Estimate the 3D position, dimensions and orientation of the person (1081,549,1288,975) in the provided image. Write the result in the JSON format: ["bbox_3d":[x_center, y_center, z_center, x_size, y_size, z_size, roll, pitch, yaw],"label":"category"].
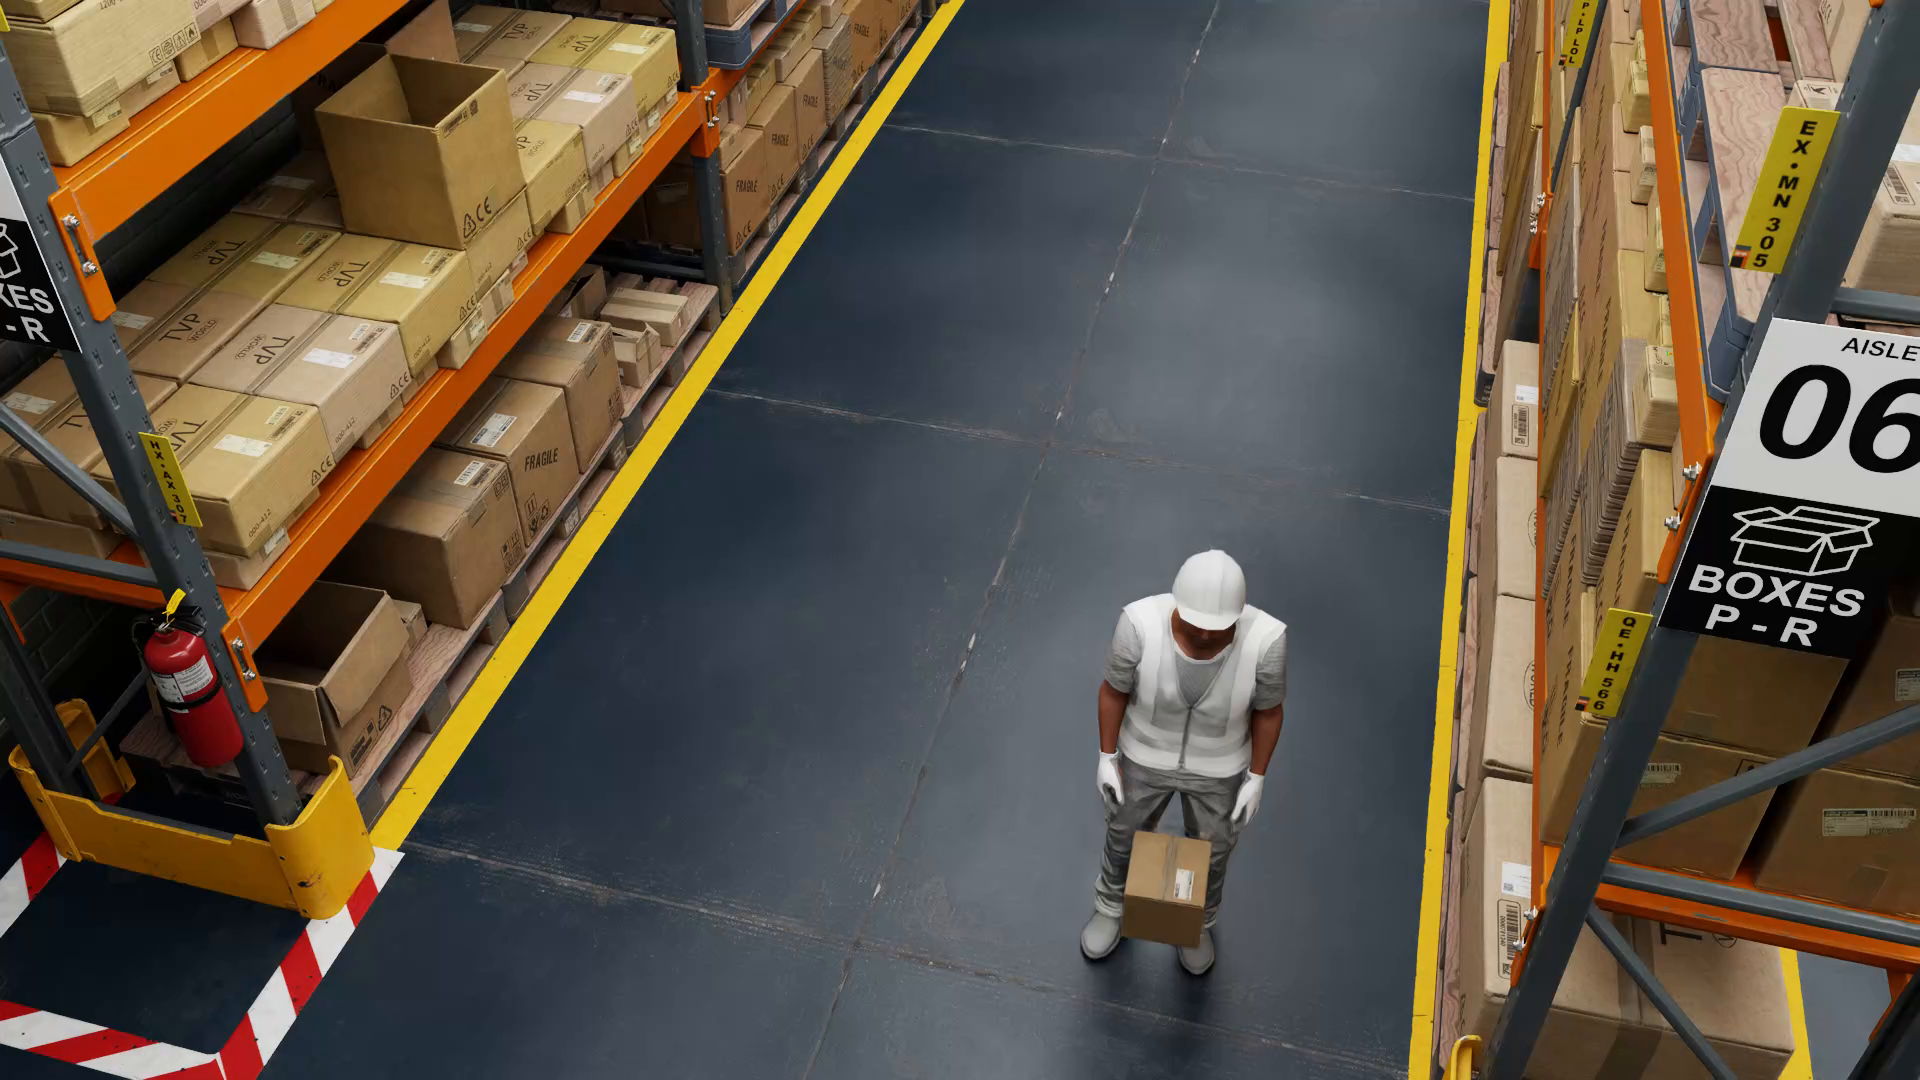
[{"bbox_3d":[0.717,0.700,5.329,0.575,1.781,0.411,7,41,9],"label":"person"}]
